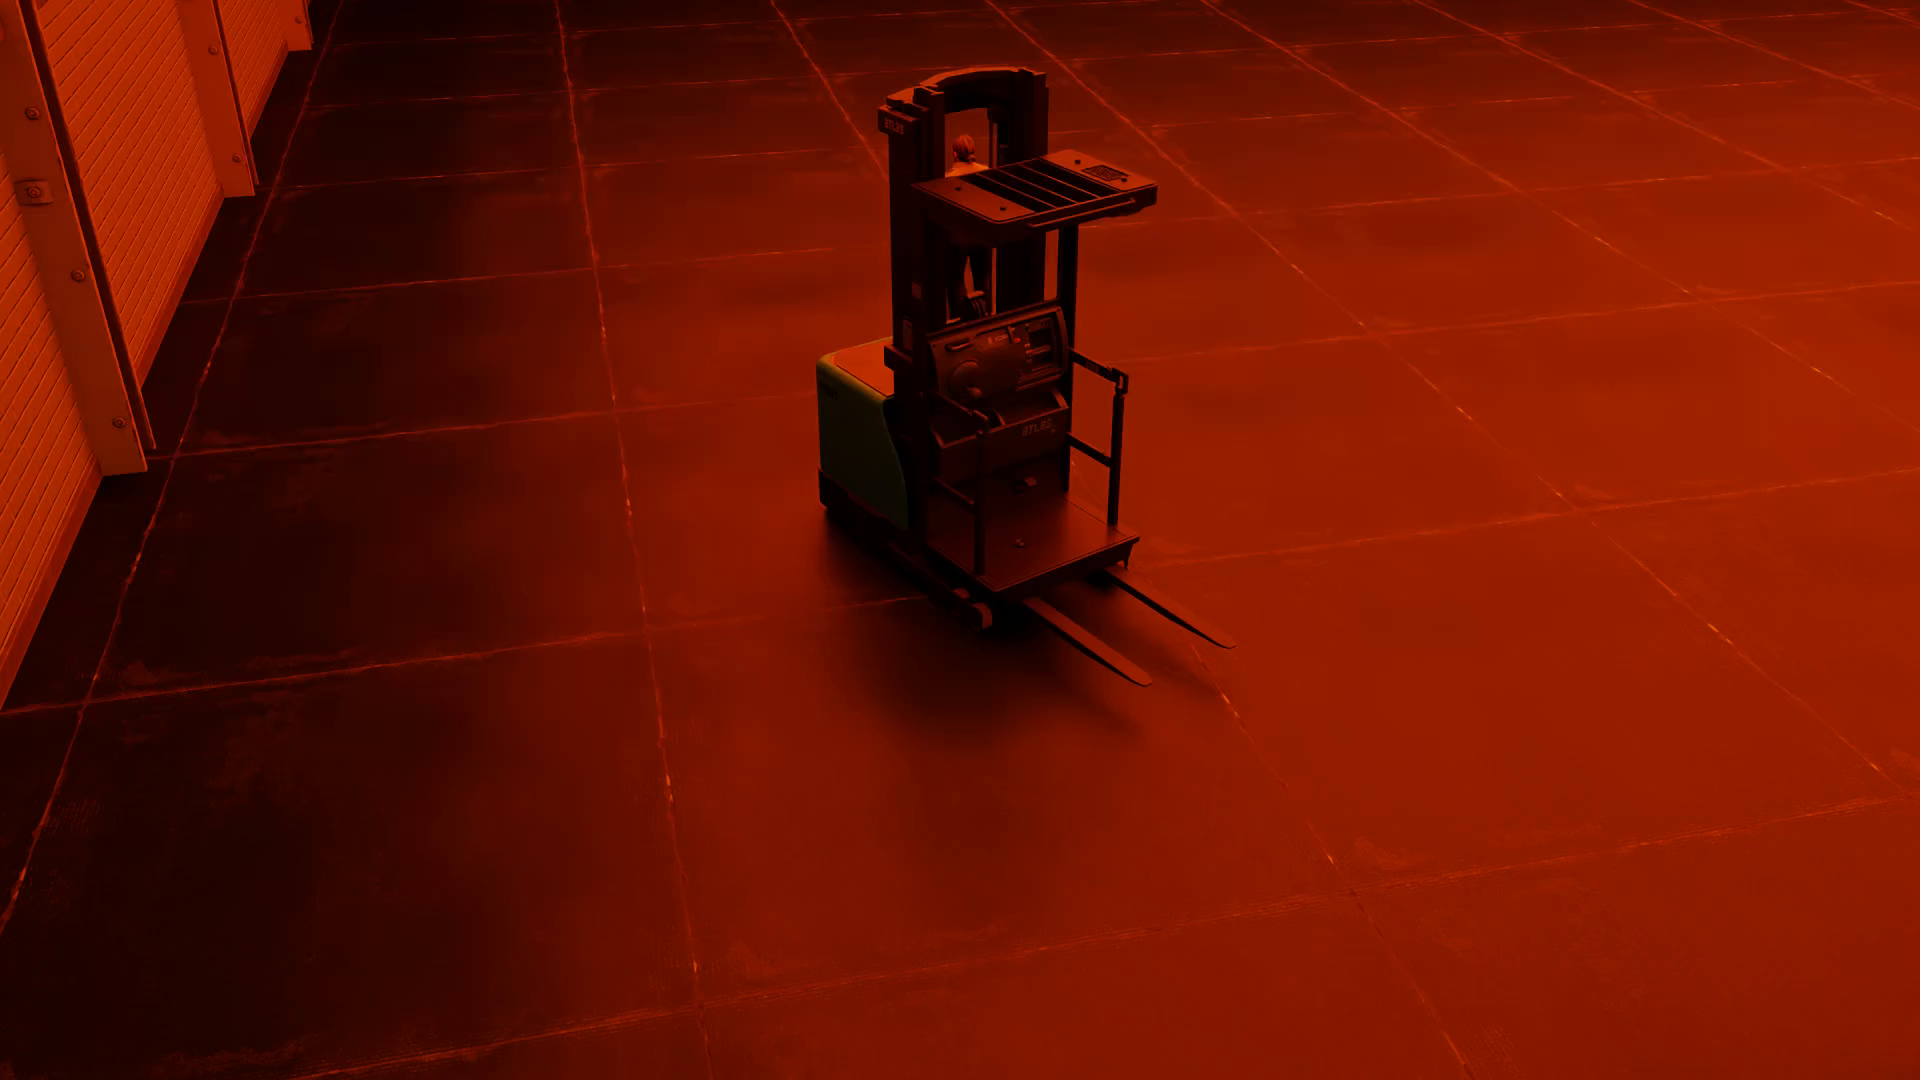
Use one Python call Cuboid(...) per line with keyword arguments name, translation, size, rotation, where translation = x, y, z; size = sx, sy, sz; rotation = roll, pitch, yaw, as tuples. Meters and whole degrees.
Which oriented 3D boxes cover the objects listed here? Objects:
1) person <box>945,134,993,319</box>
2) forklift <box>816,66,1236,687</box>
Cuboid(name="person", translation=(0.023, -2.389, 12.973), size=(0.588, 1.654, 0.493), rotation=(-11, 32, -19))
Cuboid(name="forklift", translation=(0.355, -1.021, 9.338), size=(1.130, 2.935, 3.031), rotation=(-20, 35, -30))
